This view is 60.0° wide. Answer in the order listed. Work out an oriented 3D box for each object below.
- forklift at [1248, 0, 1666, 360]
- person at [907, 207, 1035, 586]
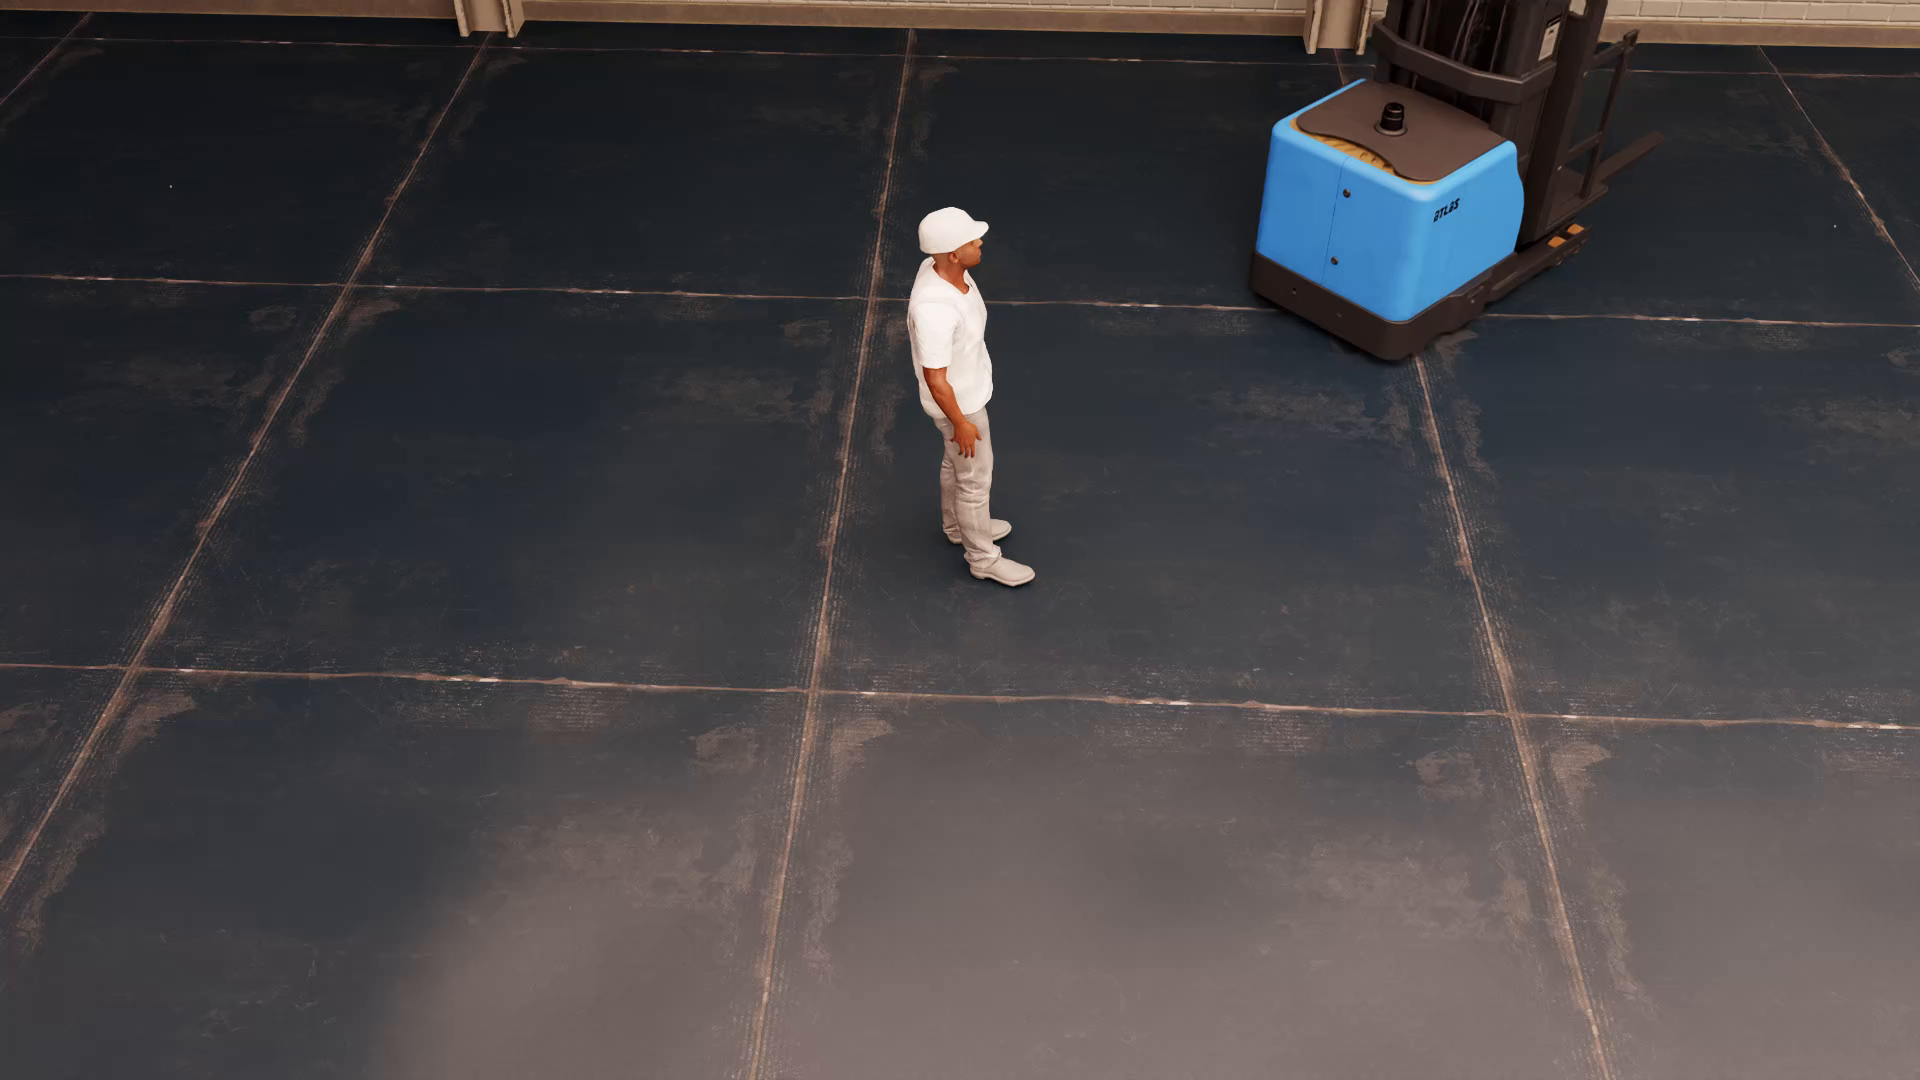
[{"bbox_3d":[3.051,-2.908,8.928,3.031,2.935,1.130,-32,51,-30],"label":"forklift"},{"bbox_3d":[0.069,-0.651,7.309,0.576,1.766,0.665,2,42,2],"label":"person"}]
